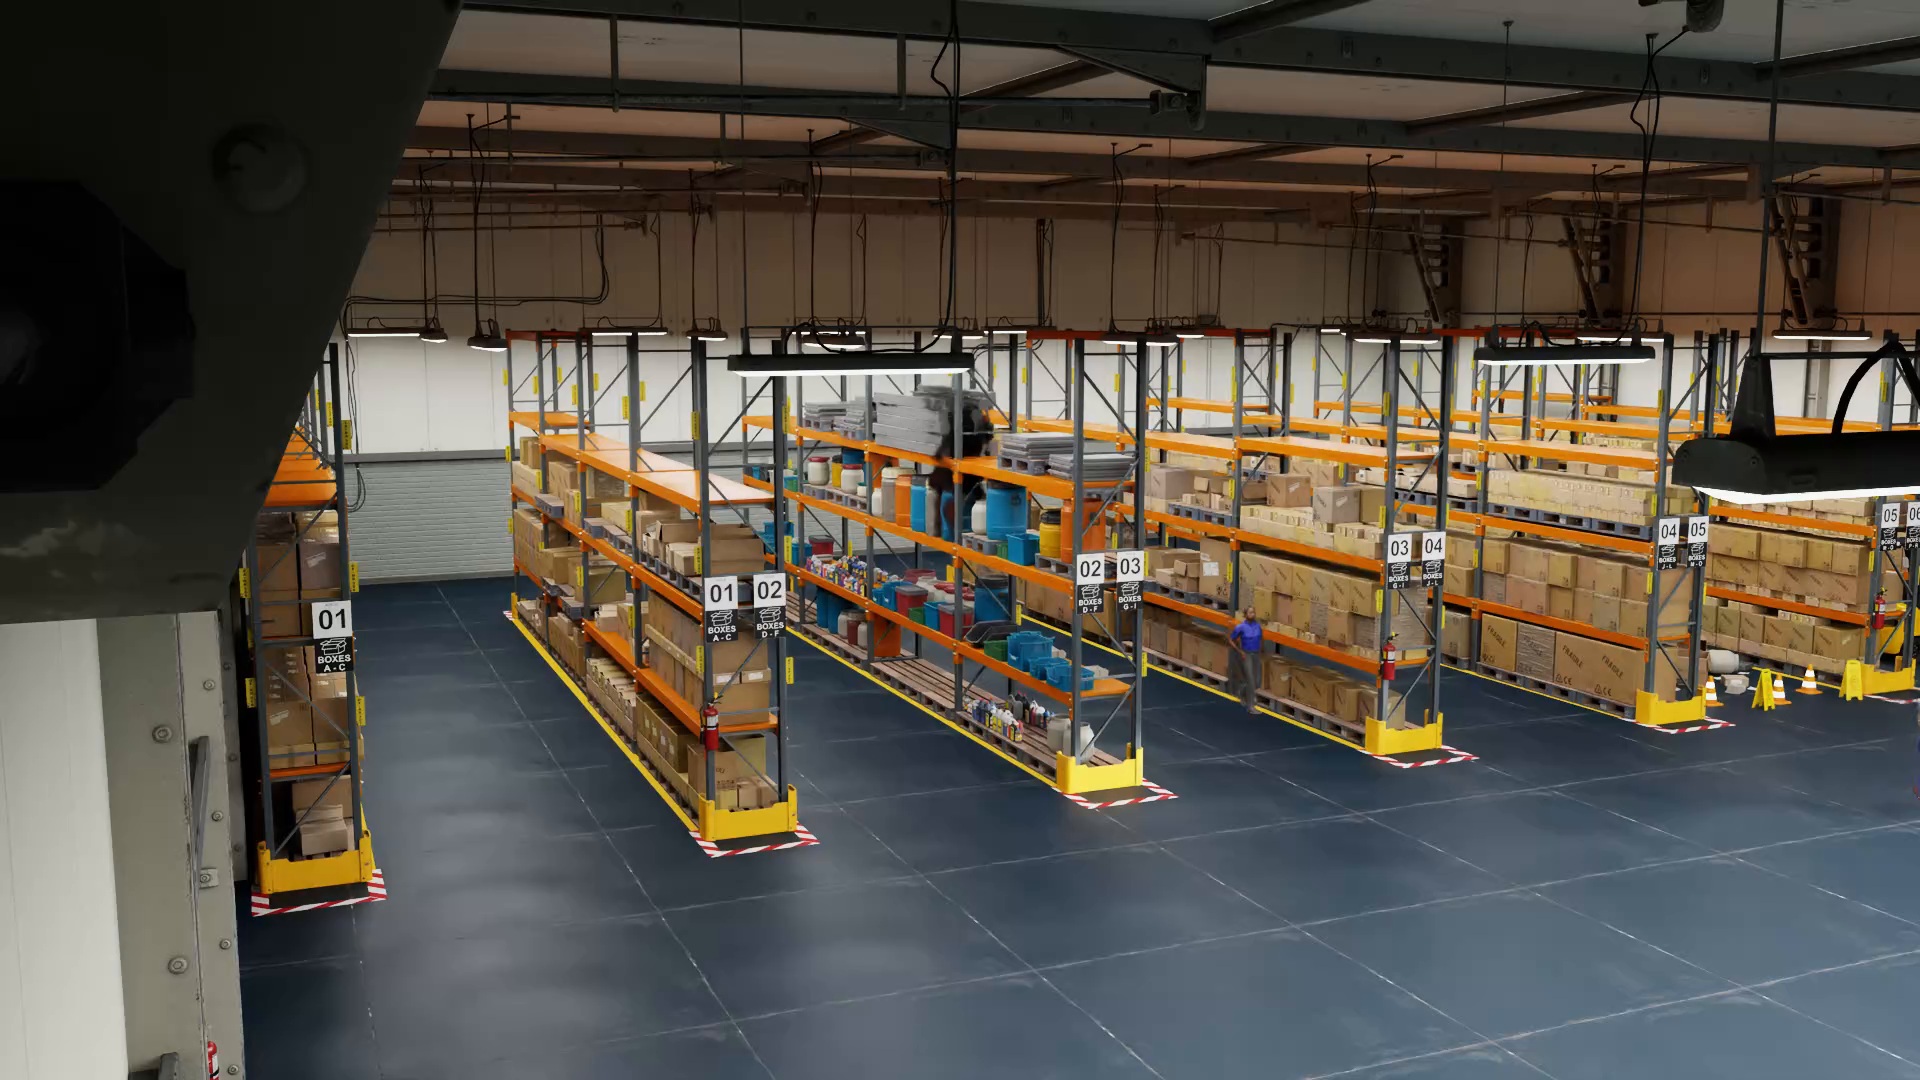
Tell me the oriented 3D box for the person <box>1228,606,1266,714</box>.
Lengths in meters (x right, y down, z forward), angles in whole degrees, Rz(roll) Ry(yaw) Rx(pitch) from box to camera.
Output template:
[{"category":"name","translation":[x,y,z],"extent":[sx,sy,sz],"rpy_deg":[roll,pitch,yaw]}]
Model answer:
[{"category":"person","translation":[4.390,1.808,25.278],"extent":[0.580,1.621,0.619],"rpy_deg":[-4,9,-26]}]
